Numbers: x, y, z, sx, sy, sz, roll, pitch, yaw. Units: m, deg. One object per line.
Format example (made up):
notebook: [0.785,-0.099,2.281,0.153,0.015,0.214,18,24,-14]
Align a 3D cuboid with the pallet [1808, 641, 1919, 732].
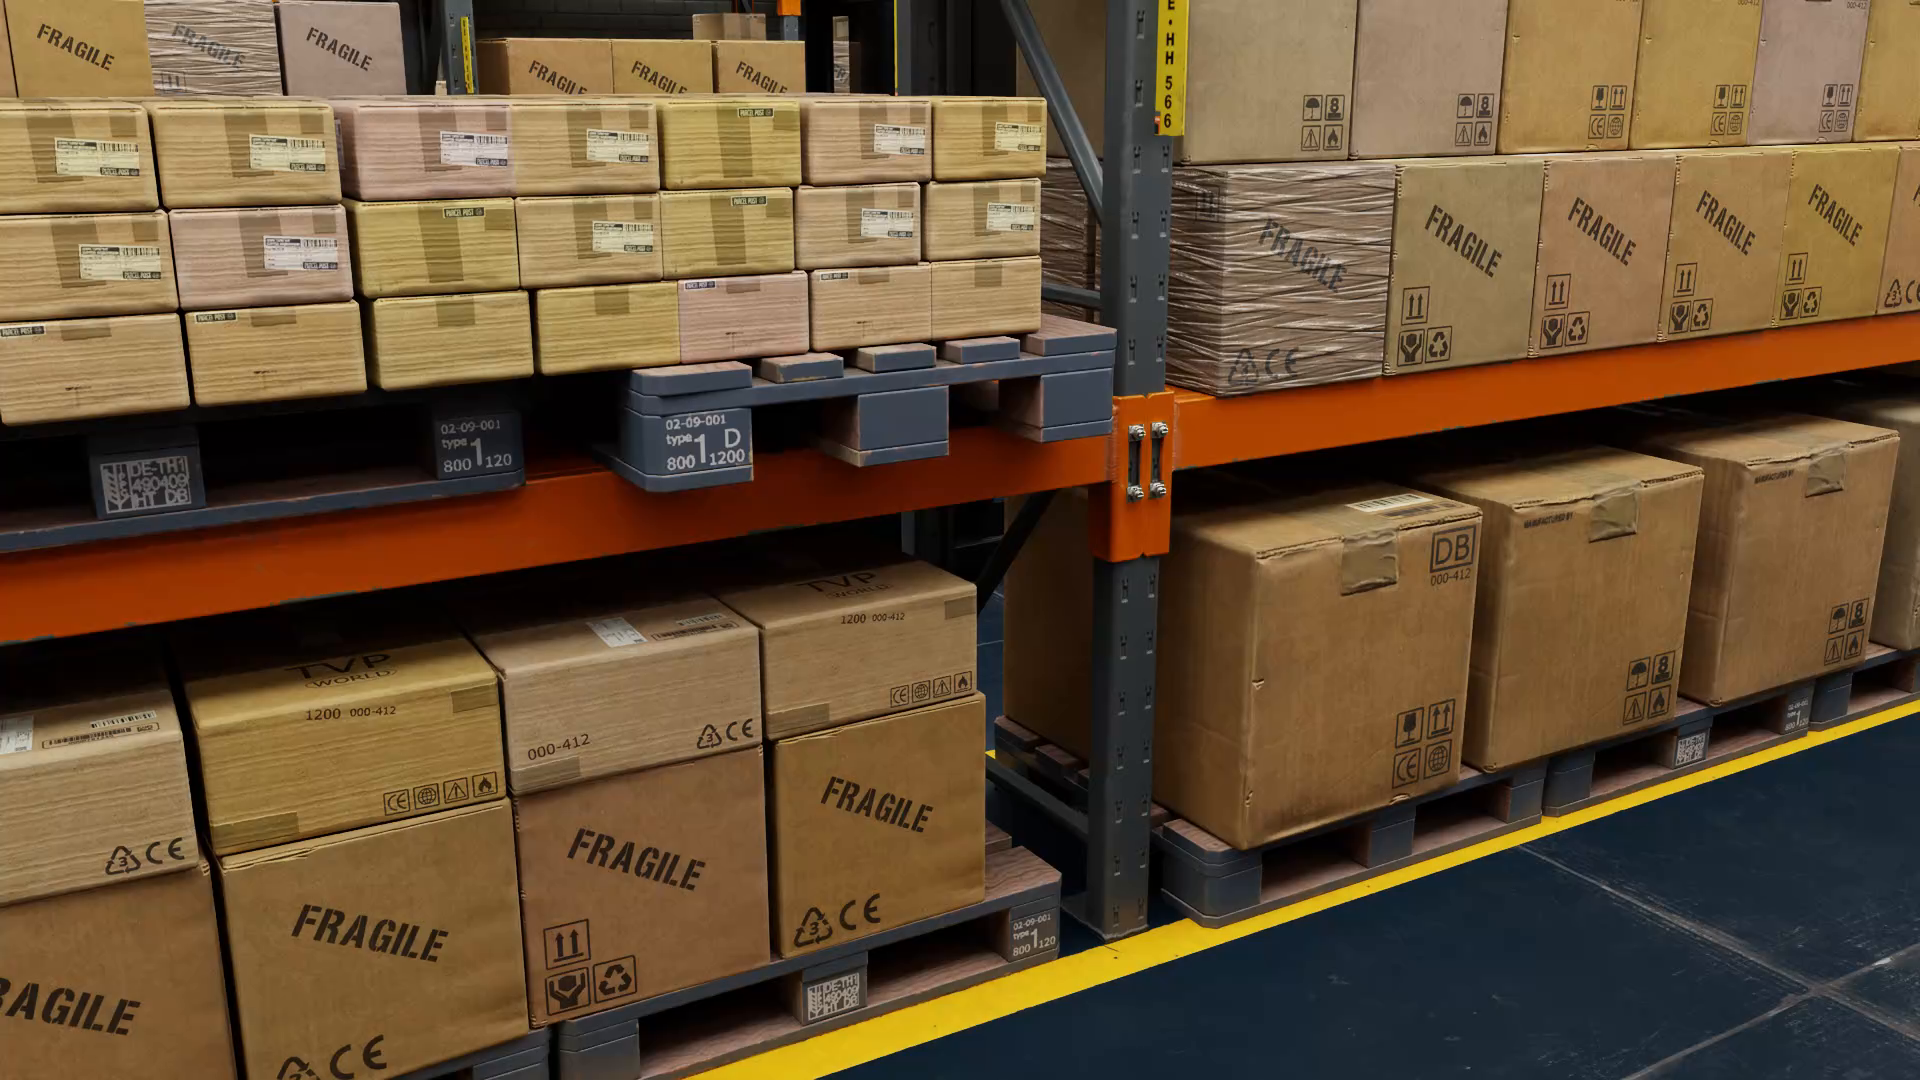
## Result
pallet: [2.952,0.308,5.919,1.213,0.211,1.003,-9,18,-30]

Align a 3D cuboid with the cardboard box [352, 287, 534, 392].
cardboard box: [-0.920,-0.368,2.852,0.250,0.149,0.380,-10,19,-32]

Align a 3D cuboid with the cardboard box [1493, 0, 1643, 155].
cardboard box: [1.407,-1.335,4.578,0.500,0.500,0.700,-10,18,-31]

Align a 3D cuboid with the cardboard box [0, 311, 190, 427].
cardboard box: [-1.375,-0.294,2.588,0.250,0.149,0.380,-10,19,-32]

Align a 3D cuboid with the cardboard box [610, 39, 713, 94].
cardboard box: [-1.543,-2.211,8.226,0.500,0.500,0.500,-8,18,-27]

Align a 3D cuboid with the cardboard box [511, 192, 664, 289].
cardboard box: [-0.710,-0.544,2.930,0.250,0.149,0.380,-9,18,-30]

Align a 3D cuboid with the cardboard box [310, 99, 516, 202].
cardboard box: [-0.916,-0.656,2.777,0.250,0.149,0.380,-9,18,-30]

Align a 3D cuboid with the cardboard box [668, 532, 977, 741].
cardboard box: [-0.306,0.193,3.628,0.500,0.250,0.500,-10,18,-31]

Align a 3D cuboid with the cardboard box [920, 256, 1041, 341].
cardboard box: [-0.041,-0.509,3.357,0.250,0.149,0.380,-9,18,-29]

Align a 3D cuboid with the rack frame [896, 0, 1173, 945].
rack frame: [0.145,-0.603,4.004,0.127,3.000,1.000,-9,18,-30]

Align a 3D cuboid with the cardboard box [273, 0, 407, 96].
cardboard box: [-2.799,-2.132,7.419,0.500,0.500,0.500,-10,18,-31]

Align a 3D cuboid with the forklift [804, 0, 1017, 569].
forklift: [-0.520,-1.316,6.674,3.031,2.935,1.130,-10,19,-33]

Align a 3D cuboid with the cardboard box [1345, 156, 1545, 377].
cardboard box: [1.104,-0.723,4.245,0.500,0.500,0.500,-9,18,-30]

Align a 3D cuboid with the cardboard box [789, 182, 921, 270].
cardboard box: [-0.271,-0.616,3.187,0.250,0.149,0.380,-8,18,-28]

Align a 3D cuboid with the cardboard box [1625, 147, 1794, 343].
cardboard box: [1.964,-0.861,4.740,0.500,0.500,0.500,-9,18,-30]

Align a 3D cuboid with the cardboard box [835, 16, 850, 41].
cardboard box: [-0.525,-2.838,9.260,0.250,0.149,0.380,-8,18,-27]

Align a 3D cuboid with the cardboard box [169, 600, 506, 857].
cardboard box: [-1.177,0.333,3.130,0.500,0.250,0.500,-9,18,-28]

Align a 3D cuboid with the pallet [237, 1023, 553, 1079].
pallet: [-1.570,1.016,3.393,1.213,0.211,1.003,-9,18,-30]

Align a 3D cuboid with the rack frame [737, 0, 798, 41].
rack frame: [-1.621,-3.438,14.118,0.127,3.000,1.000,-9,18,-30]

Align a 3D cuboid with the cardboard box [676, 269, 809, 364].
cardboard box: [-0.475,-0.440,3.108,0.250,0.149,0.380,-9,18,-29]

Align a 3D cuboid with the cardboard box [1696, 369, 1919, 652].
cardboard box: [3.088,-0.171,5.853,0.750,0.750,1.050,-9,18,-30]

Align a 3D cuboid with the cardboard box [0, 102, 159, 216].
cardboard box: [-1.372,-0.581,2.512,0.250,0.149,0.380,-9,18,-28]

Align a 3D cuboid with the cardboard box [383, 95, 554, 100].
cardboard box: [-1.019,-0.844,3.447,0.250,0.149,0.380,-10,19,-32]

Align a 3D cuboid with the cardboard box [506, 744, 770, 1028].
cardboard box: [-0.731,0.622,3.488,0.500,0.500,0.500,-8,18,-27]

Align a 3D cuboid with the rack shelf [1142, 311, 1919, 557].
rack shelf: [1.860,-0.535,5.093,4.000,0.370,1.077,-9,18,-30]

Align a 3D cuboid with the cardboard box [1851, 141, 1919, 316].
cardboard box: [2.831,-1.003,5.244,0.500,0.500,0.500,-9,18,-30]

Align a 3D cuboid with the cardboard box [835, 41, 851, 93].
cardboard box: [-0.658,-2.354,8.736,0.500,0.500,0.500,-10,19,-32]

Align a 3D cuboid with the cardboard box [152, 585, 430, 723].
cardboard box: [-1.436,0.213,3.555,0.500,0.250,0.500,-9,18,-29]

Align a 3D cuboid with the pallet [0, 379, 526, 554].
pallet: [-1.530,-0.226,3.015,1.213,0.211,1.003,-9,18,-30]

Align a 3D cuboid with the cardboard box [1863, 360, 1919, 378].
cardboard box: [4.149,-0.410,6.472,0.875,0.875,0.875,-9,18,-29]

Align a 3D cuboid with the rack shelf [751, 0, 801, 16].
rack shelf: [0.093,-4.814,14.802,4.000,0.370,1.077,-9,18,-30]

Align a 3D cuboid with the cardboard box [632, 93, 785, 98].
cardboard box: [-0.579,-0.913,3.696,0.250,0.149,0.380,-10,18,-31]

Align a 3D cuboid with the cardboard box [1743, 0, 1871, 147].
cardboard box: [2.278,-1.476,5.081,0.500,0.500,0.700,-9,18,-29]

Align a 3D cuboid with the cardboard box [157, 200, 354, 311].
cardboard box: [-1.148,-0.474,2.679,0.250,0.149,0.380,-9,18,-28]

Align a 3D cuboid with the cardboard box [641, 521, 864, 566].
cardboard box: [-0.570,0.077,4.042,0.500,0.250,0.500,-10,19,-32]

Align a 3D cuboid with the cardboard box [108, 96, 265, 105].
cardboard box: [-1.476,-0.768,3.179,0.250,0.149,0.380,-9,18,-28]

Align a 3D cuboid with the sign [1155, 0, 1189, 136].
sign: [0.433,-0.998,3.415,0.005,0.325,0.100,-9,18,-30]

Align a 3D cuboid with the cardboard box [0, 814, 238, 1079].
cardboard box: [-1.619,0.763,2.983,0.500,0.500,0.500,-9,18,-29]

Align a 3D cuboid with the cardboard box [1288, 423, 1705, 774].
cardboard box: [1.461,0.092,4.915,0.750,0.750,1.050,-9,18,-29]

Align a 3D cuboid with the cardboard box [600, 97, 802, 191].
cardboard box: [-0.480,-0.726,3.027,0.250,0.149,0.380,-9,18,-28]

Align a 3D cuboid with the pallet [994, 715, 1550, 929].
pallet: [0.860,0.647,4.709,1.213,0.211,1.003,-9,18,-30]

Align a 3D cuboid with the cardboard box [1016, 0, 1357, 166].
cardboard box: [0.535,-1.193,4.070,0.500,0.500,0.700,-9,18,-30]

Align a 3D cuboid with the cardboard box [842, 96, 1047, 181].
cardboard box: [-0.039,-0.797,3.280,0.250,0.149,0.380,-10,19,-32]

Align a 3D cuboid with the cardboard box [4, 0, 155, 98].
cardboard box: [-3.664,-1.991,6.917,0.500,0.500,0.500,-9,18,-30]
